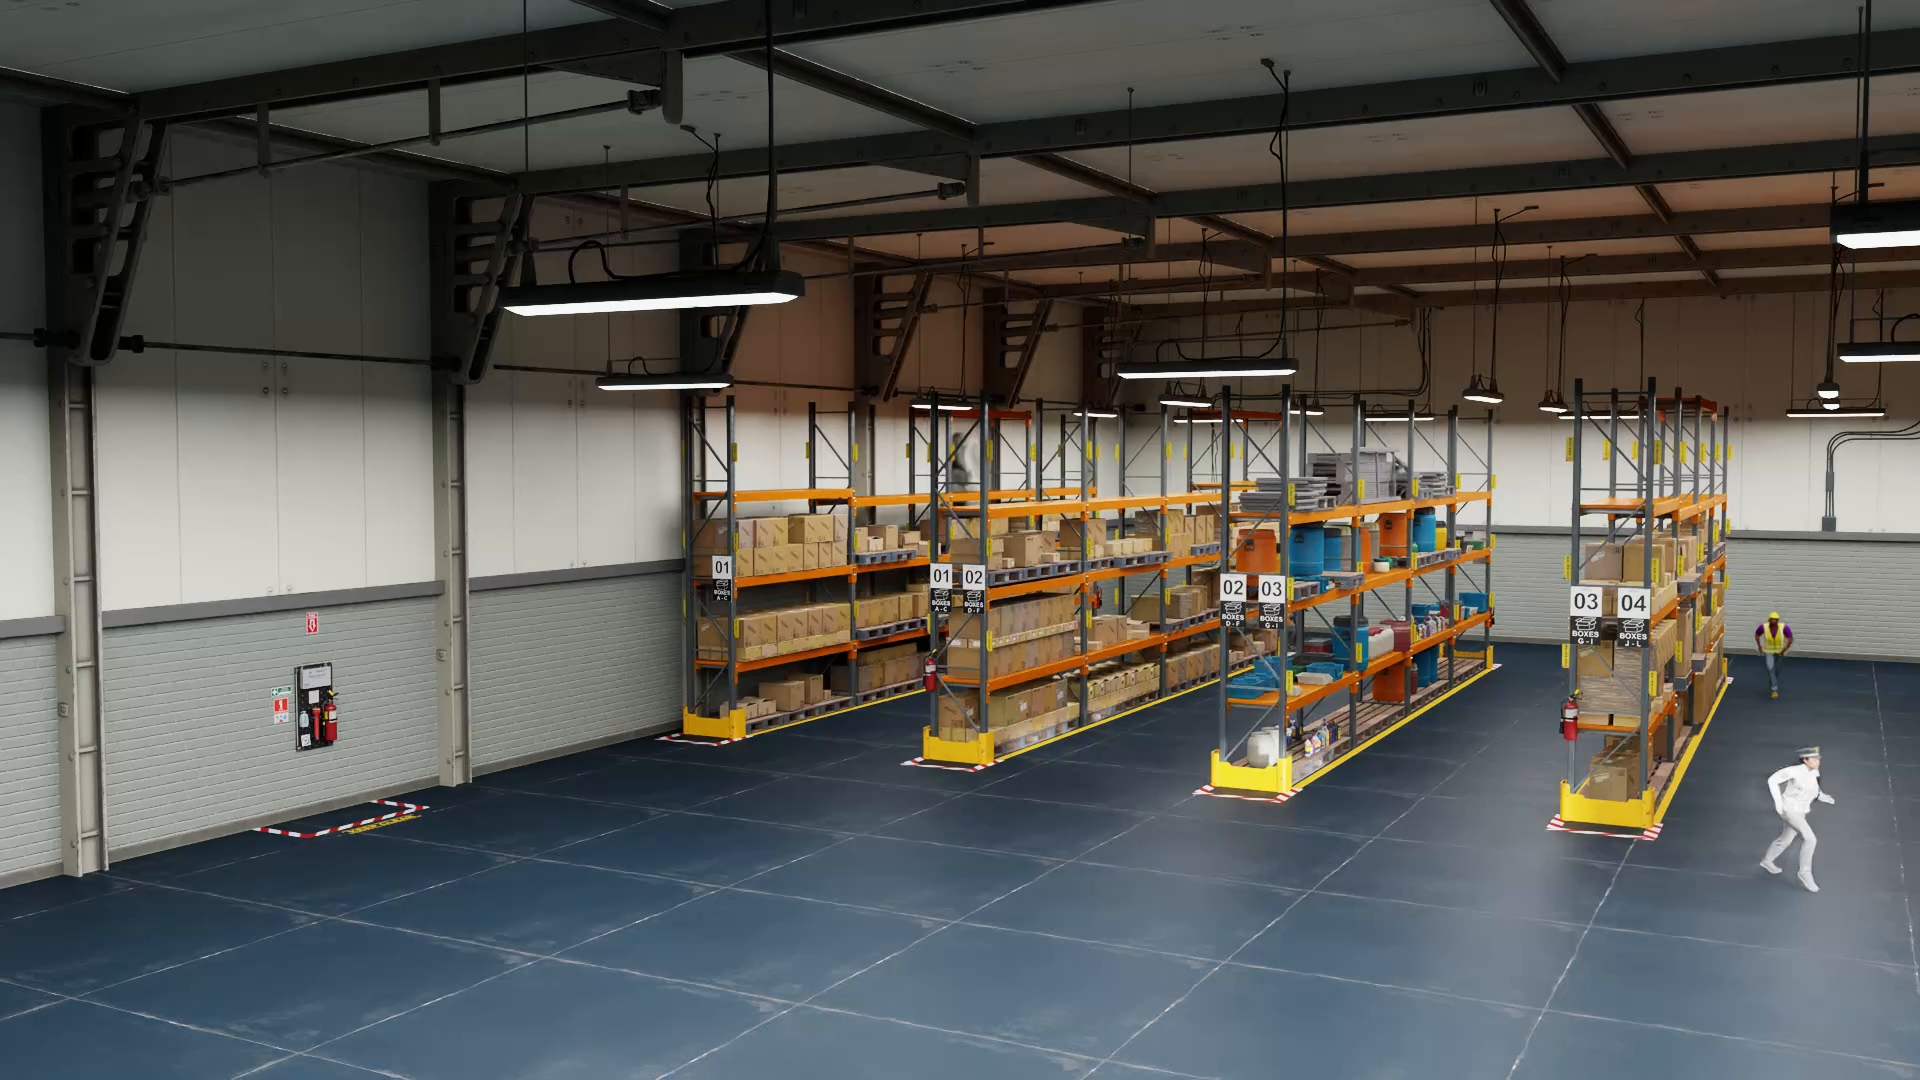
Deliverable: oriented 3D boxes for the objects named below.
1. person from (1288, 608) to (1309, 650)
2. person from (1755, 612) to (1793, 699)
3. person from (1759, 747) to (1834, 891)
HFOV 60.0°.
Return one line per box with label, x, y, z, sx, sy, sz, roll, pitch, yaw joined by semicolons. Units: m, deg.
person;8.449;1.989;41.608;0.770;1.697;0.607;3;4;45
person;16.778;2.342;34.291;0.699;1.753;1.085;1;3;20
person;9.657;3.178;19.294;0.629;1.666;0.872;-2;3;-27
